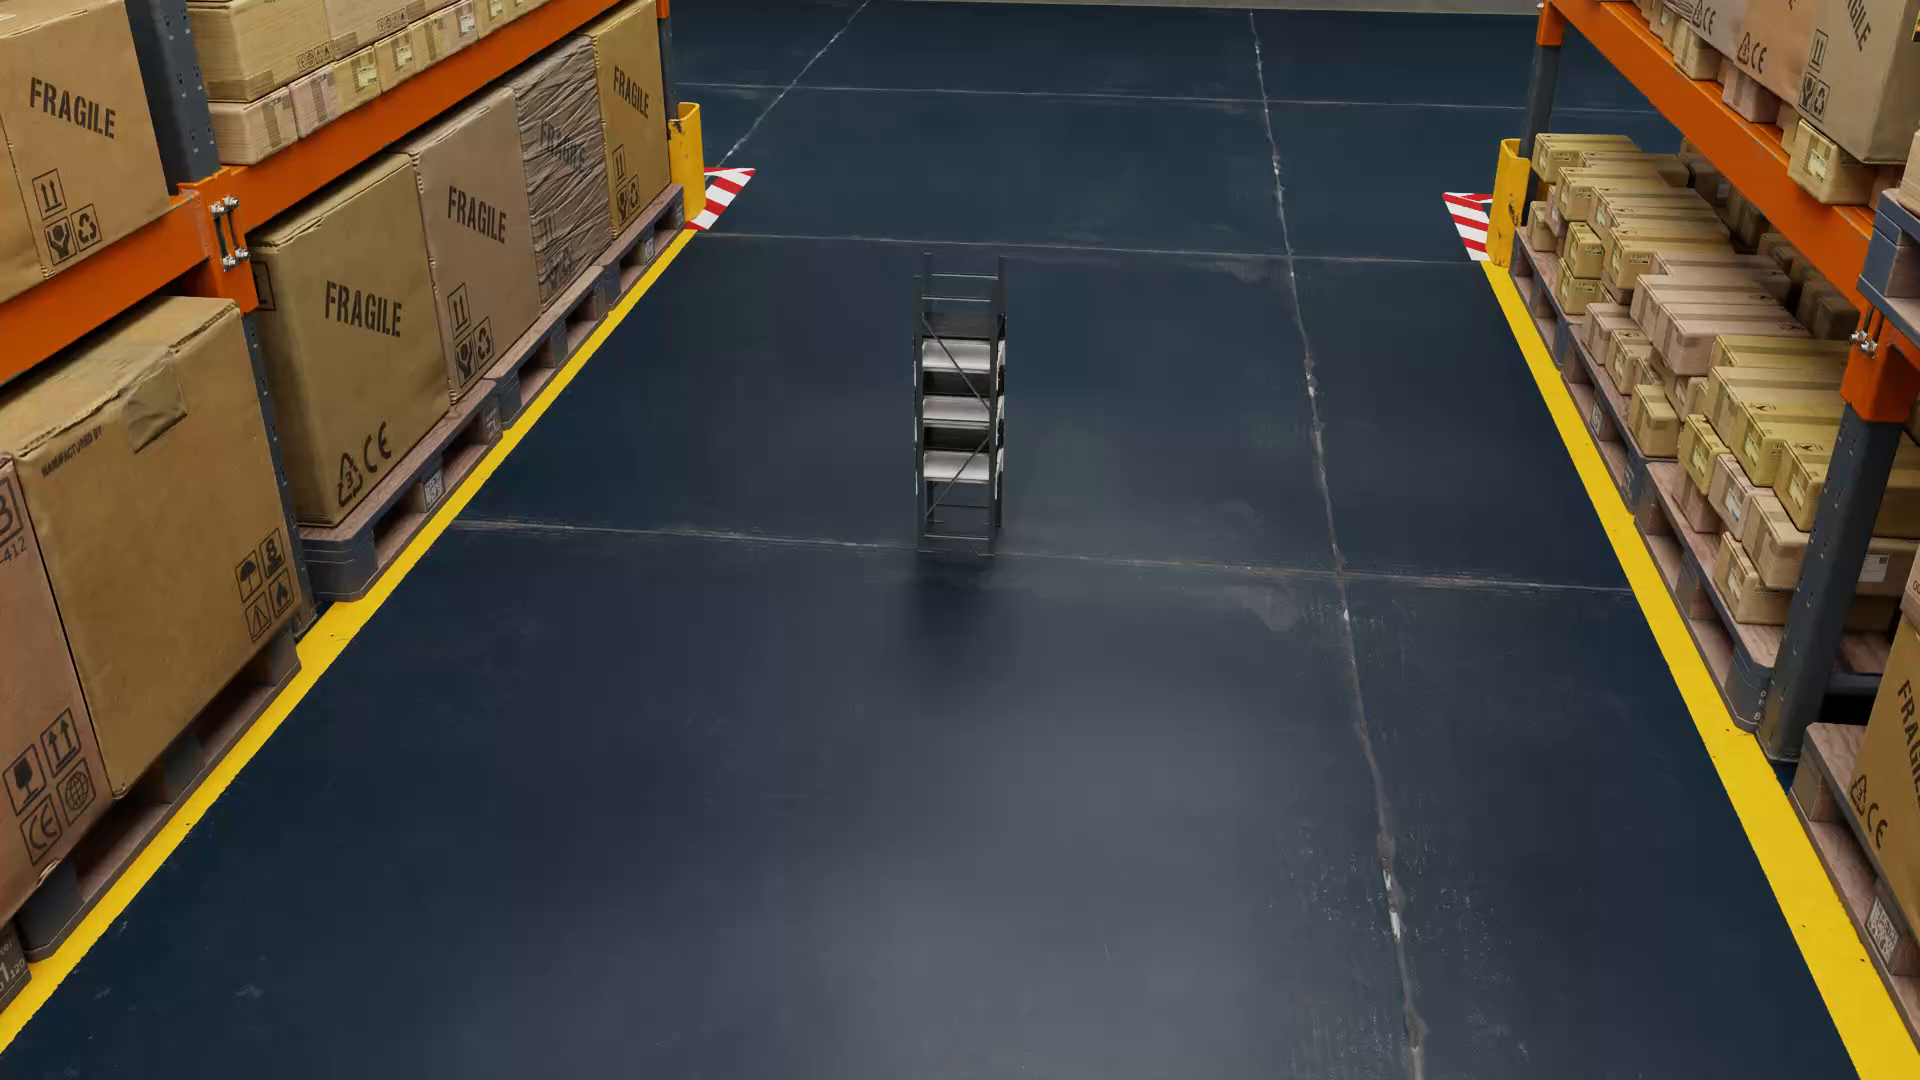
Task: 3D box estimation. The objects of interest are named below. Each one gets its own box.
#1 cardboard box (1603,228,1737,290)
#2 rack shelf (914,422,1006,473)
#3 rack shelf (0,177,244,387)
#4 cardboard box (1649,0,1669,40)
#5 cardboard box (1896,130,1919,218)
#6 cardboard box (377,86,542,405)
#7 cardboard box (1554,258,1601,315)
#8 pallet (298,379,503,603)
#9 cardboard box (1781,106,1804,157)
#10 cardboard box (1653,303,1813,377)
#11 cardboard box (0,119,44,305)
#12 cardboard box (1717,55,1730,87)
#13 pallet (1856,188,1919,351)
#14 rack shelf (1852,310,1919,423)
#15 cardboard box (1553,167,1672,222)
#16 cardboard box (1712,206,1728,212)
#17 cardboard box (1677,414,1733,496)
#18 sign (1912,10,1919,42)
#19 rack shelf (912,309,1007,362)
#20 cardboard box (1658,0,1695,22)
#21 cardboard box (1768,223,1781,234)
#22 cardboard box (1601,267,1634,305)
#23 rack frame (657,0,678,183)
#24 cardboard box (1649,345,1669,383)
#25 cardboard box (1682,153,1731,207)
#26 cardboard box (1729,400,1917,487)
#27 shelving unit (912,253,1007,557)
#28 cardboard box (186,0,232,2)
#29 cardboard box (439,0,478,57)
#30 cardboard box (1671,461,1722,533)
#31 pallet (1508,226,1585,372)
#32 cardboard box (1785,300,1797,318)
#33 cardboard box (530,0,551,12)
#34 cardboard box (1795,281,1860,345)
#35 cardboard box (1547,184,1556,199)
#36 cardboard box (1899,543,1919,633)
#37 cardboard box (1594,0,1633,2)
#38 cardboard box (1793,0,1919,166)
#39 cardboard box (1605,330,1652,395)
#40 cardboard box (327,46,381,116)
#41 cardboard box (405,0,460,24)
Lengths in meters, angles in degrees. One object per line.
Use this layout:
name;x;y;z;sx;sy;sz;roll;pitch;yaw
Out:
cardboard box;2.493;-0.983;5.847;0.380;0.149;0.250;4;29;7
rack shelf;0.001;-0.291;5.102;0.258;0.077;0.200;3;28;6
rack shelf;-2.609;0.167;2.536;1.077;0.370;4.000;3;28;6
cardboard box;2.583;-1.778;5.652;0.380;0.149;0.250;3;28;5
cardboard box;2.041;-0.671;3.155;0.380;0.149;0.250;2;28;4
cardboard box;-2.094;-1.071;5.872;0.875;0.875;0.875;3;28;6
cardboard box;2.539;-0.981;6.471;0.380;0.149;0.250;4;29;7
pallet;-2.194;-0.217;5.430;1.003;0.211;1.213;3;28;6
cardboard box;2.364;-1.043;4.288;0.380;0.149;0.250;4;29;8
cardboard box;2.397;-0.620;5.175;0.380;0.149;0.250;2;28;4
cardboard box;-2.218;-0.667;3.220;0.500;0.500;0.500;4;29;8
cardboard box;2.508;-1.409;4.968;0.380;0.149;0.250;3;28;5
pallet;2.308;-0.320;2.883;1.003;0.211;1.213;3;28;6
rack shelf;2.301;0.503;1.913;1.077;0.370;4.000;3;28;6
cardboard box;2.562;-1.355;6.539;0.380;0.149;0.250;3;28;6
cardboard box;3.169;-1.314;6.776;0.380;0.149;0.250;3;28;5
cardboard box;2.305;-0.238;4.779;0.380;0.149;0.250;2;28;4
sign;2.006;-1.165;3.336;0.100;0.325;0.005;3;28;6
rack shelf;0.001;-0.608;4.931;0.258;0.077;0.200;3;28;6
cardboard box;2.537;-1.895;5.185;0.500;0.500;0.500;3;28;5
cardboard box;3.157;-1.074;6.017;0.380;0.149;0.250;4;29;8
cardboard box;2.608;-0.977;6.150;0.380;0.149;0.250;2;28;4
rack frame;-1.874;-2.974;7.608;1.000;3.000;0.127;3;28;6
cardboard box;2.498;-0.597;5.444;0.380;0.149;0.250;2;28;4
cardboard box;3.135;-1.451;6.717;0.380;0.149;0.250;4;29;7
cardboard box;2.323;-0.252;4.492;0.380;0.149;0.250;4;29;7
shelving unit;0.001;-0.400;5.044;0.258;0.900;0.210;3;28;6
cardboard box;-2.052;-1.697;4.291;0.500;0.500;0.500;3;28;6
cardboard box;-1.840;-1.711;5.528;0.380;0.149;0.250;4;29;7
cardboard box;2.339;-0.135;4.902;0.380;0.149;0.250;2;28;5
pallet;2.892;-0.995;6.874;1.003;0.211;1.213;3;28;6
cardboard box;3.092;-0.825;5.869;0.380;0.149;0.250;5;29;9
cardboard box;-1.746;-2.074;6.202;0.380;0.149;0.250;3;29;6
cardboard box;2.941;-0.718;5.355;0.380;0.149;0.250;2;28;4
cardboard box;2.717;-1.467;7.061;0.380;0.149;0.250;5;29;8
cardboard box;2.193;0.162;3.188;0.500;0.250;0.500;2;28;4
cardboard box;2.595;-2.149;6.341;0.380;0.149;0.250;3;28;5
cardboard box;2.325;-1.175;3.849;0.500;0.500;0.500;3;28;6
cardboard box;2.478;-0.611;5.785;0.380;0.149;0.250;3;28;6
cardboard box;-1.934;-1.348;4.855;0.380;0.149;0.250;4;29;8
cardboard box;-1.923;-1.840;5.348;0.500;0.250;0.500;4;29;7
